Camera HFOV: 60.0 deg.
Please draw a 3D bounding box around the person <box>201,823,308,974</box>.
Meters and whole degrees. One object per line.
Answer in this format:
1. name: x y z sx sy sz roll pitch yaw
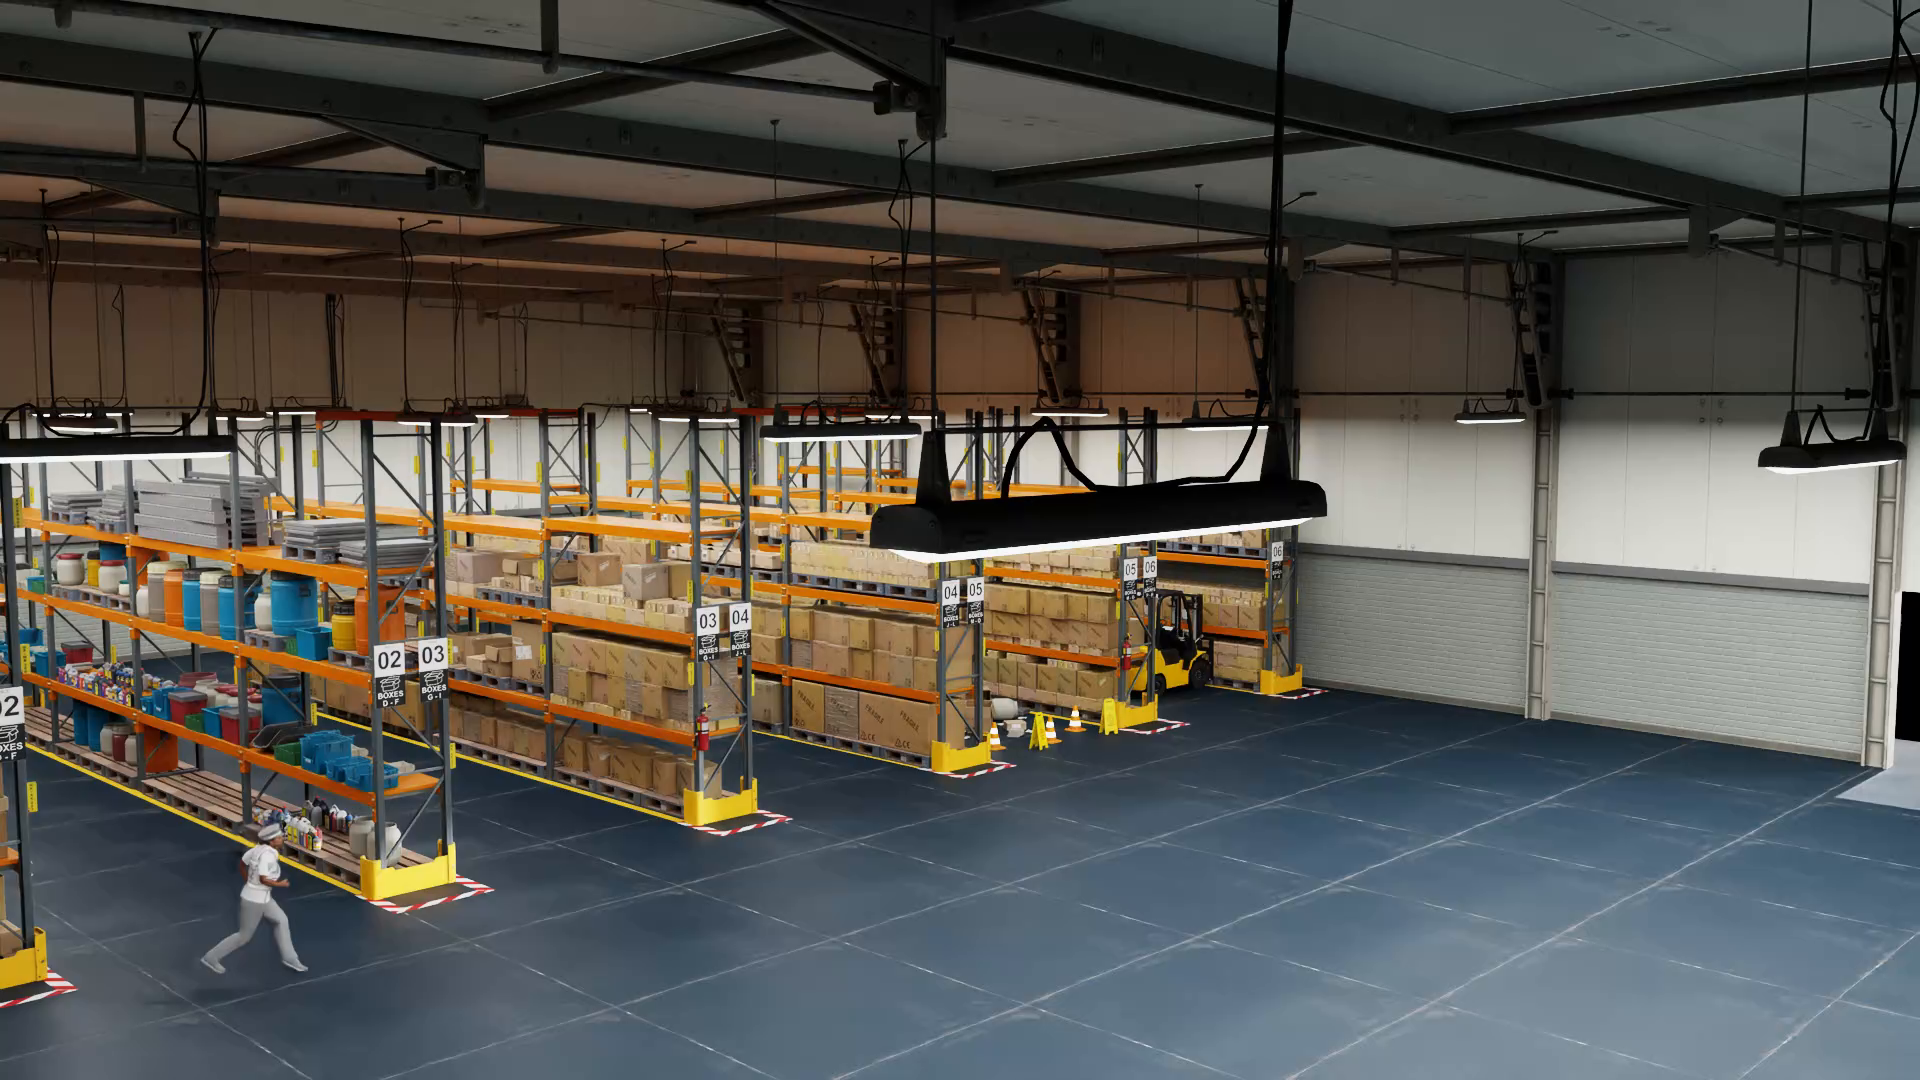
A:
1. person: -7.634 3.922 17.944 1.058 1.688 0.572 -2 5 -23
